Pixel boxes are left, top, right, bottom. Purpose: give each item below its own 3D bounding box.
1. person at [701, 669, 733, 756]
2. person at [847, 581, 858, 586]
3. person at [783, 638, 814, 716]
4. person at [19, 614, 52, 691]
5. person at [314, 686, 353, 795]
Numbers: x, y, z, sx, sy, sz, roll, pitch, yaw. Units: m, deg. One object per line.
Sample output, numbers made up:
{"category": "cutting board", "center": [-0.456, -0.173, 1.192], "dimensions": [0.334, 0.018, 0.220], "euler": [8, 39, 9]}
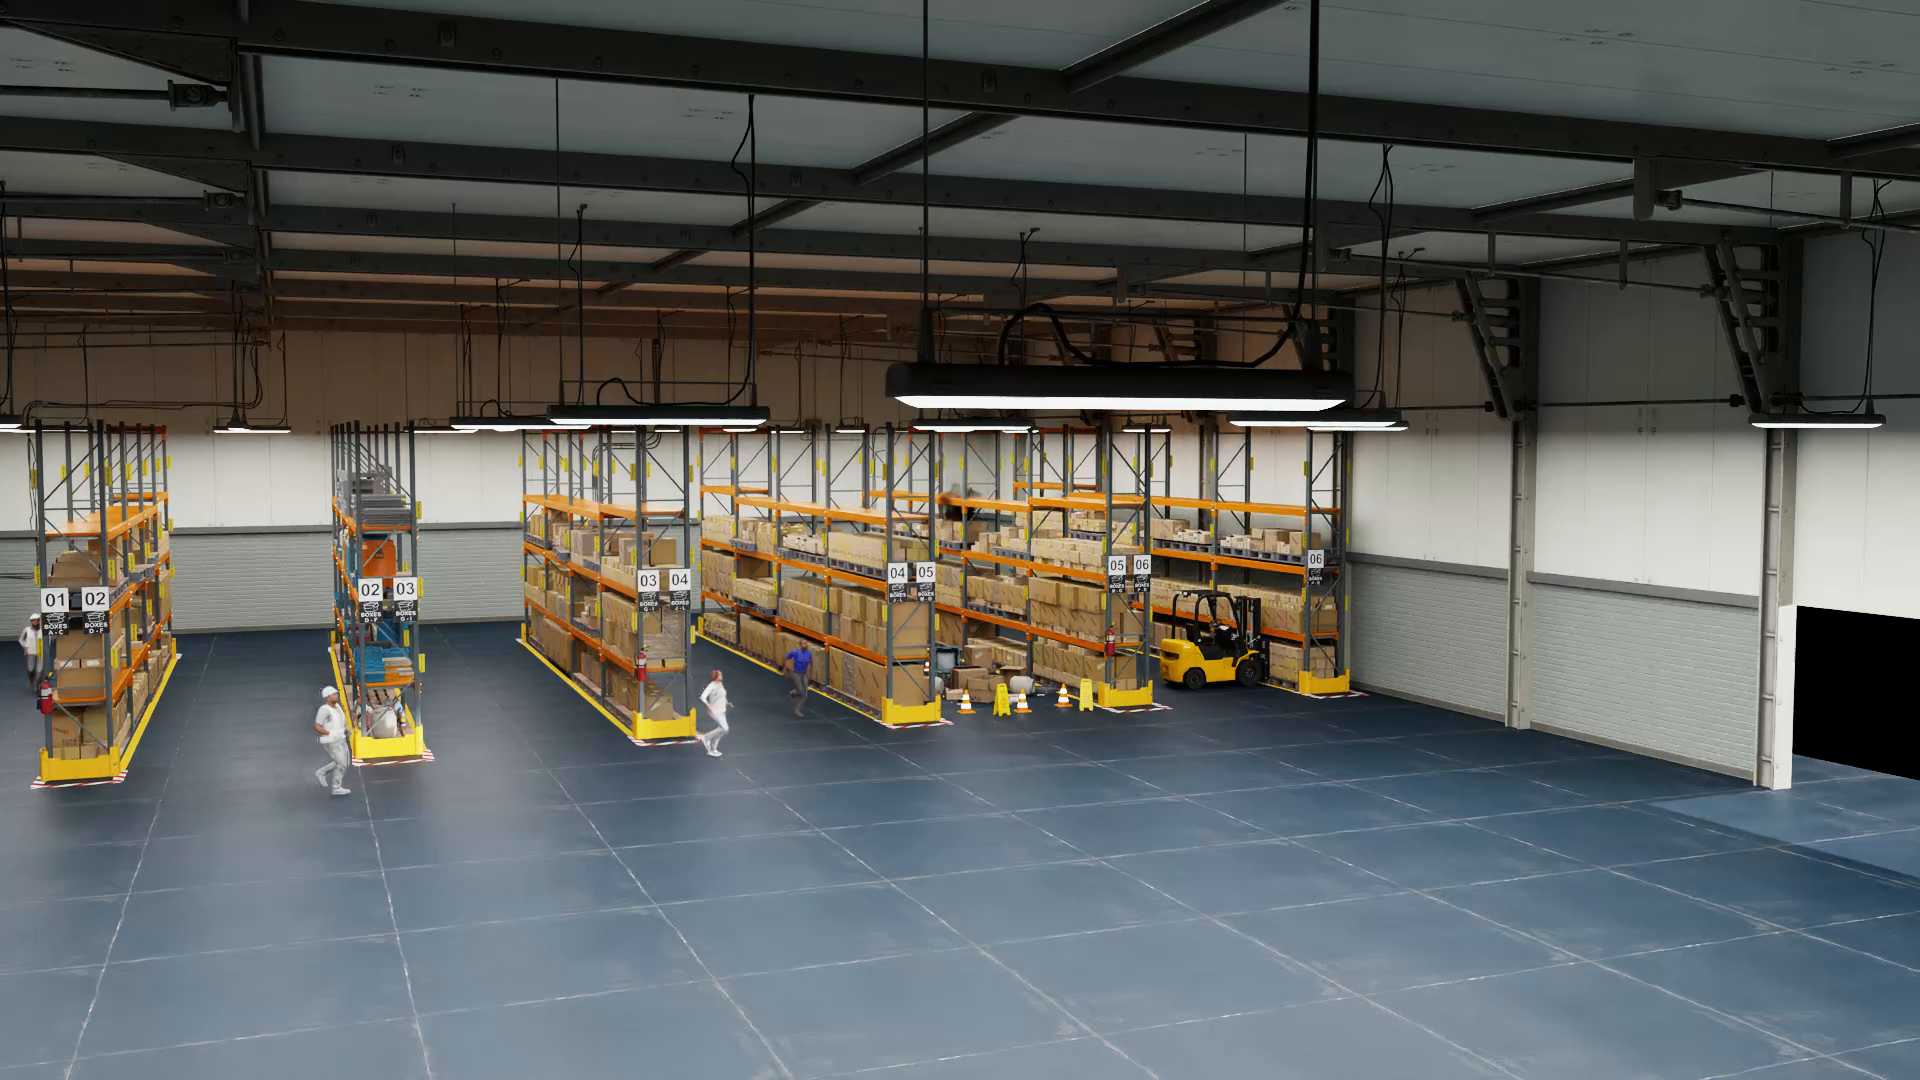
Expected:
{"category": "person", "center": [-4.329, 3.090, 29.756], "dimensions": [0.528, 1.561, 0.534], "euler": [1, 4, 18]}
{"category": "person", "center": [-3.285, 1.634, 51.099], "dimensions": [0.683, 1.732, 0.684], "euler": [-1, 4, -17]}
{"category": "person", "center": [-3.269, 2.813, 34.034], "dimensions": [0.615, 1.606, 0.643], "euler": [-3, 4, -36]}
{"category": "person", "center": [-20.727, 2.525, 37.308], "dimensions": [0.640, 1.726, 0.577], "euler": [-2, 4, -32]}
{"category": "person", "center": [-10.035, 3.197, 26.511], "dimensions": [0.626, 1.733, 0.682], "euler": [0, 4, 4]}
